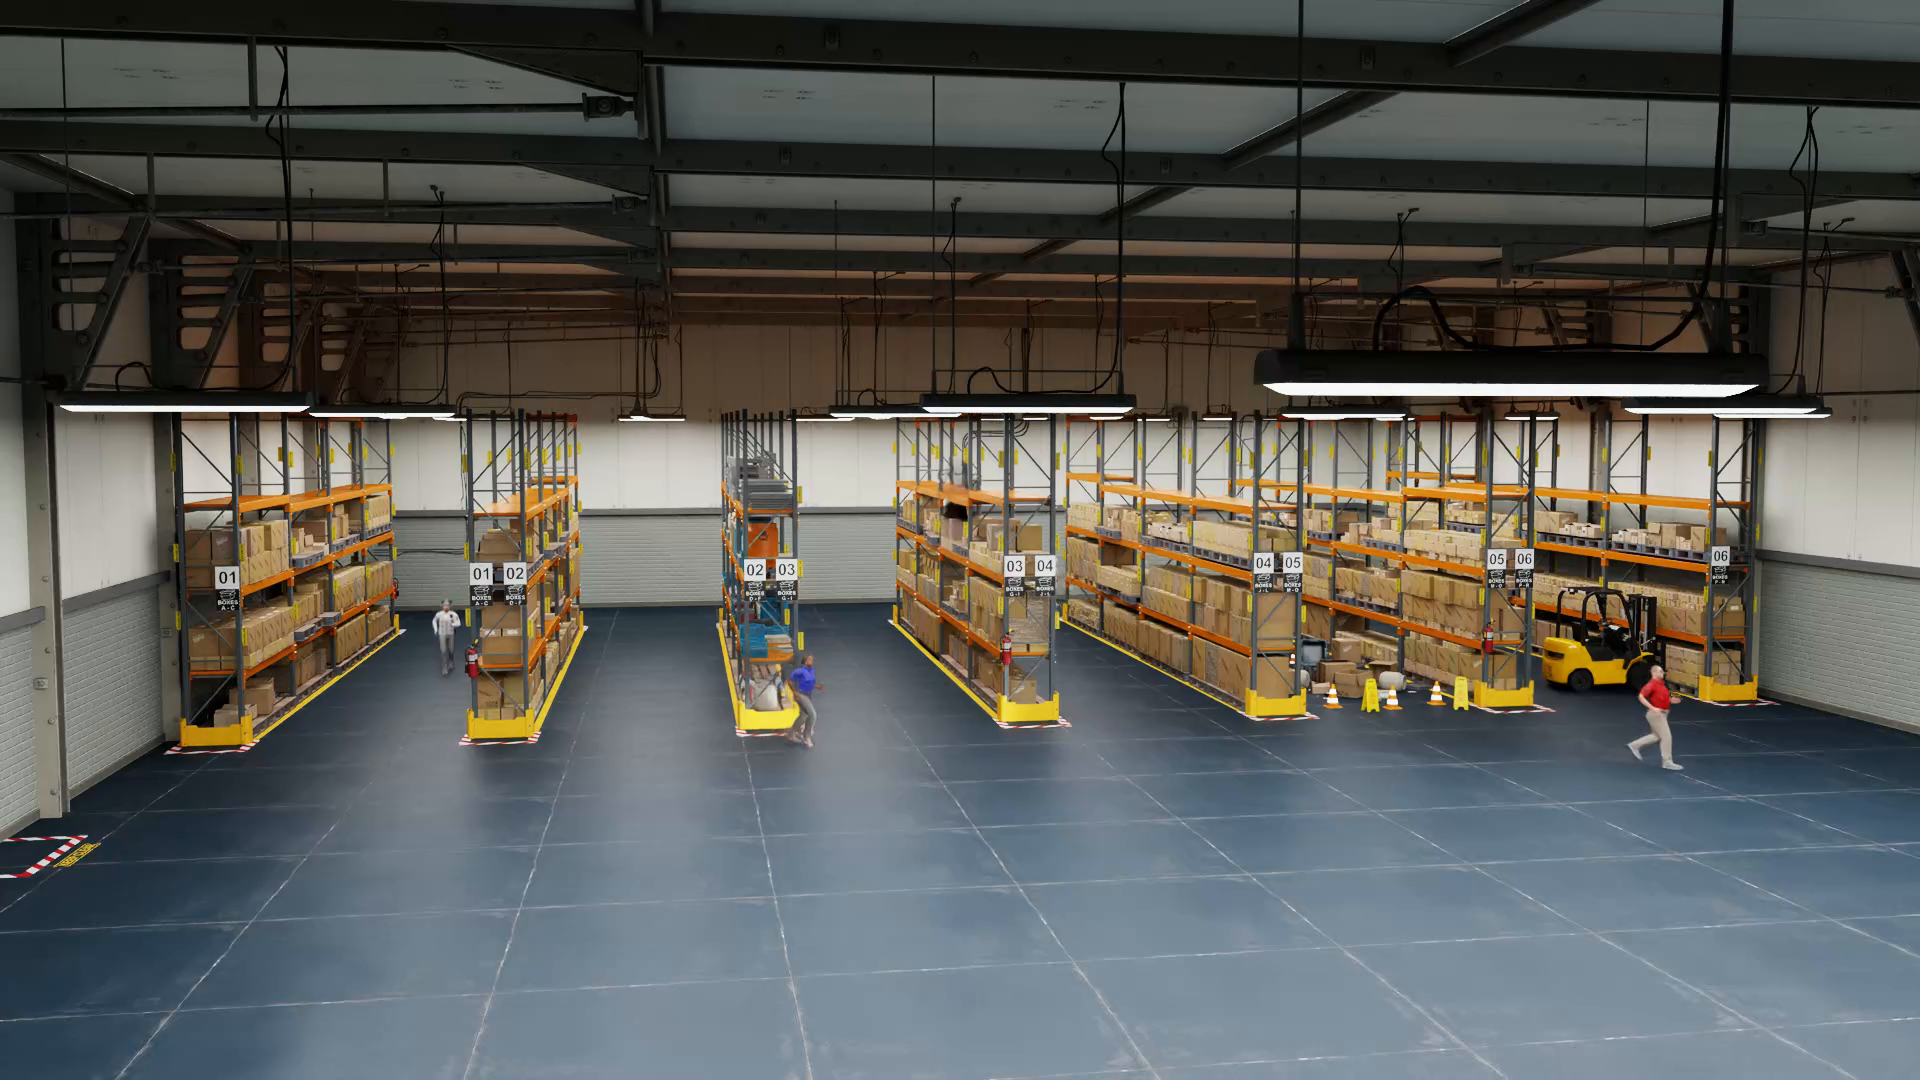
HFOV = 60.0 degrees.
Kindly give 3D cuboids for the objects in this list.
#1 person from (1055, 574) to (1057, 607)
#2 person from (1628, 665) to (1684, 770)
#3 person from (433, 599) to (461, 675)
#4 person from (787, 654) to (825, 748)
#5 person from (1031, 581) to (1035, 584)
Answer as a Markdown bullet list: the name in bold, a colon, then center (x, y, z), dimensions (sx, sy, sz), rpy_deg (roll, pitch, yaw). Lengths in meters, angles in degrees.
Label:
- **person**: center (2.616, 1.411, 49.644), dimensions (0.887, 1.702, 0.727), rpy_deg (-2, 4, -25)
- **person**: center (11.595, 2.936, 27.674), dimensions (0.901, 1.690, 0.674), rpy_deg (3, 5, 37)
- **person**: center (-11.780, 2.195, 38.181), dimensions (0.611, 1.676, 0.940), rpy_deg (-1, 4, -18)
- **person**: center (-2.764, 2.851, 29.587), dimensions (0.802, 1.677, 0.496), rpy_deg (2, 4, 24)
- **person**: center (1.993, 1.567, 47.229), dimensions (0.663, 1.778, 0.687), rpy_deg (0, 4, -1)
